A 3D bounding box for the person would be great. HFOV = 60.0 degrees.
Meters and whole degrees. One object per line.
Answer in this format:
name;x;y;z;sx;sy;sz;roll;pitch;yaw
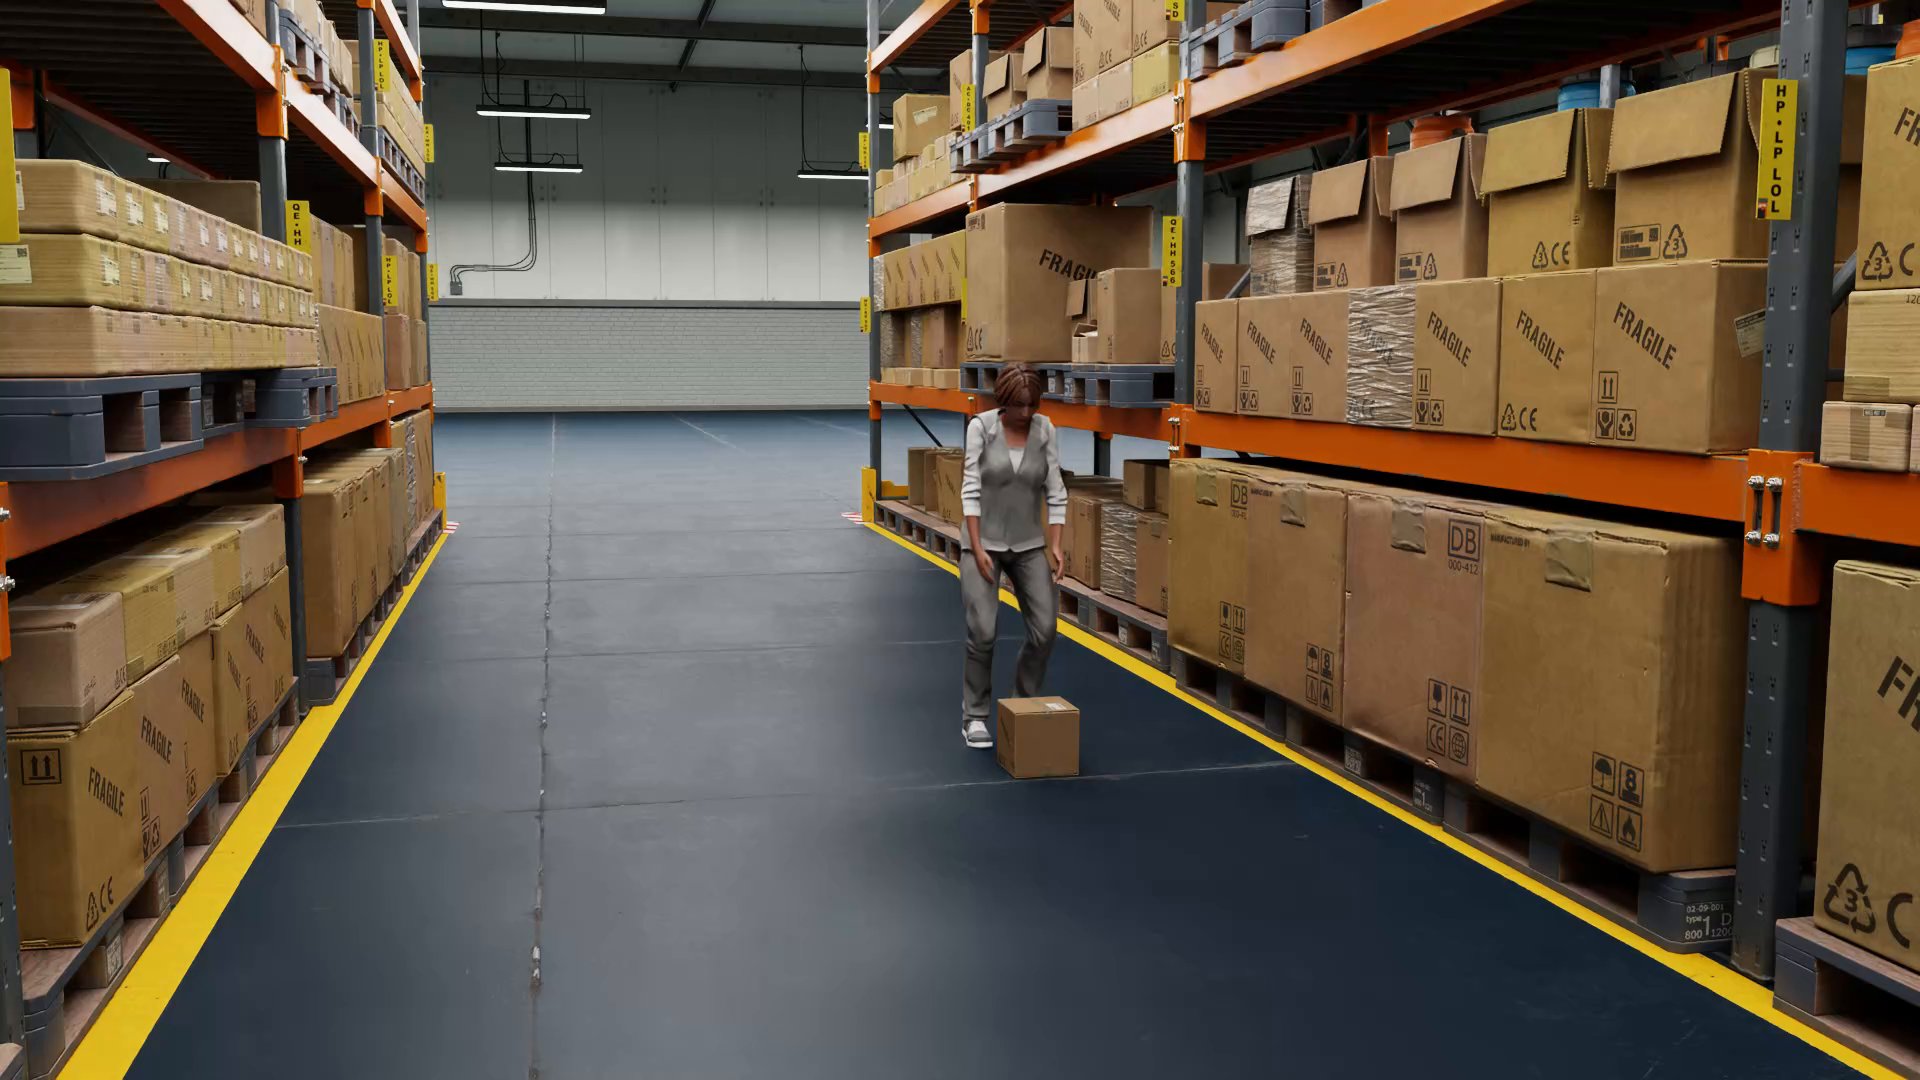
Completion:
person;0.217;0.105;6.649;0.451;1.449;0.518;-1;6;-13
